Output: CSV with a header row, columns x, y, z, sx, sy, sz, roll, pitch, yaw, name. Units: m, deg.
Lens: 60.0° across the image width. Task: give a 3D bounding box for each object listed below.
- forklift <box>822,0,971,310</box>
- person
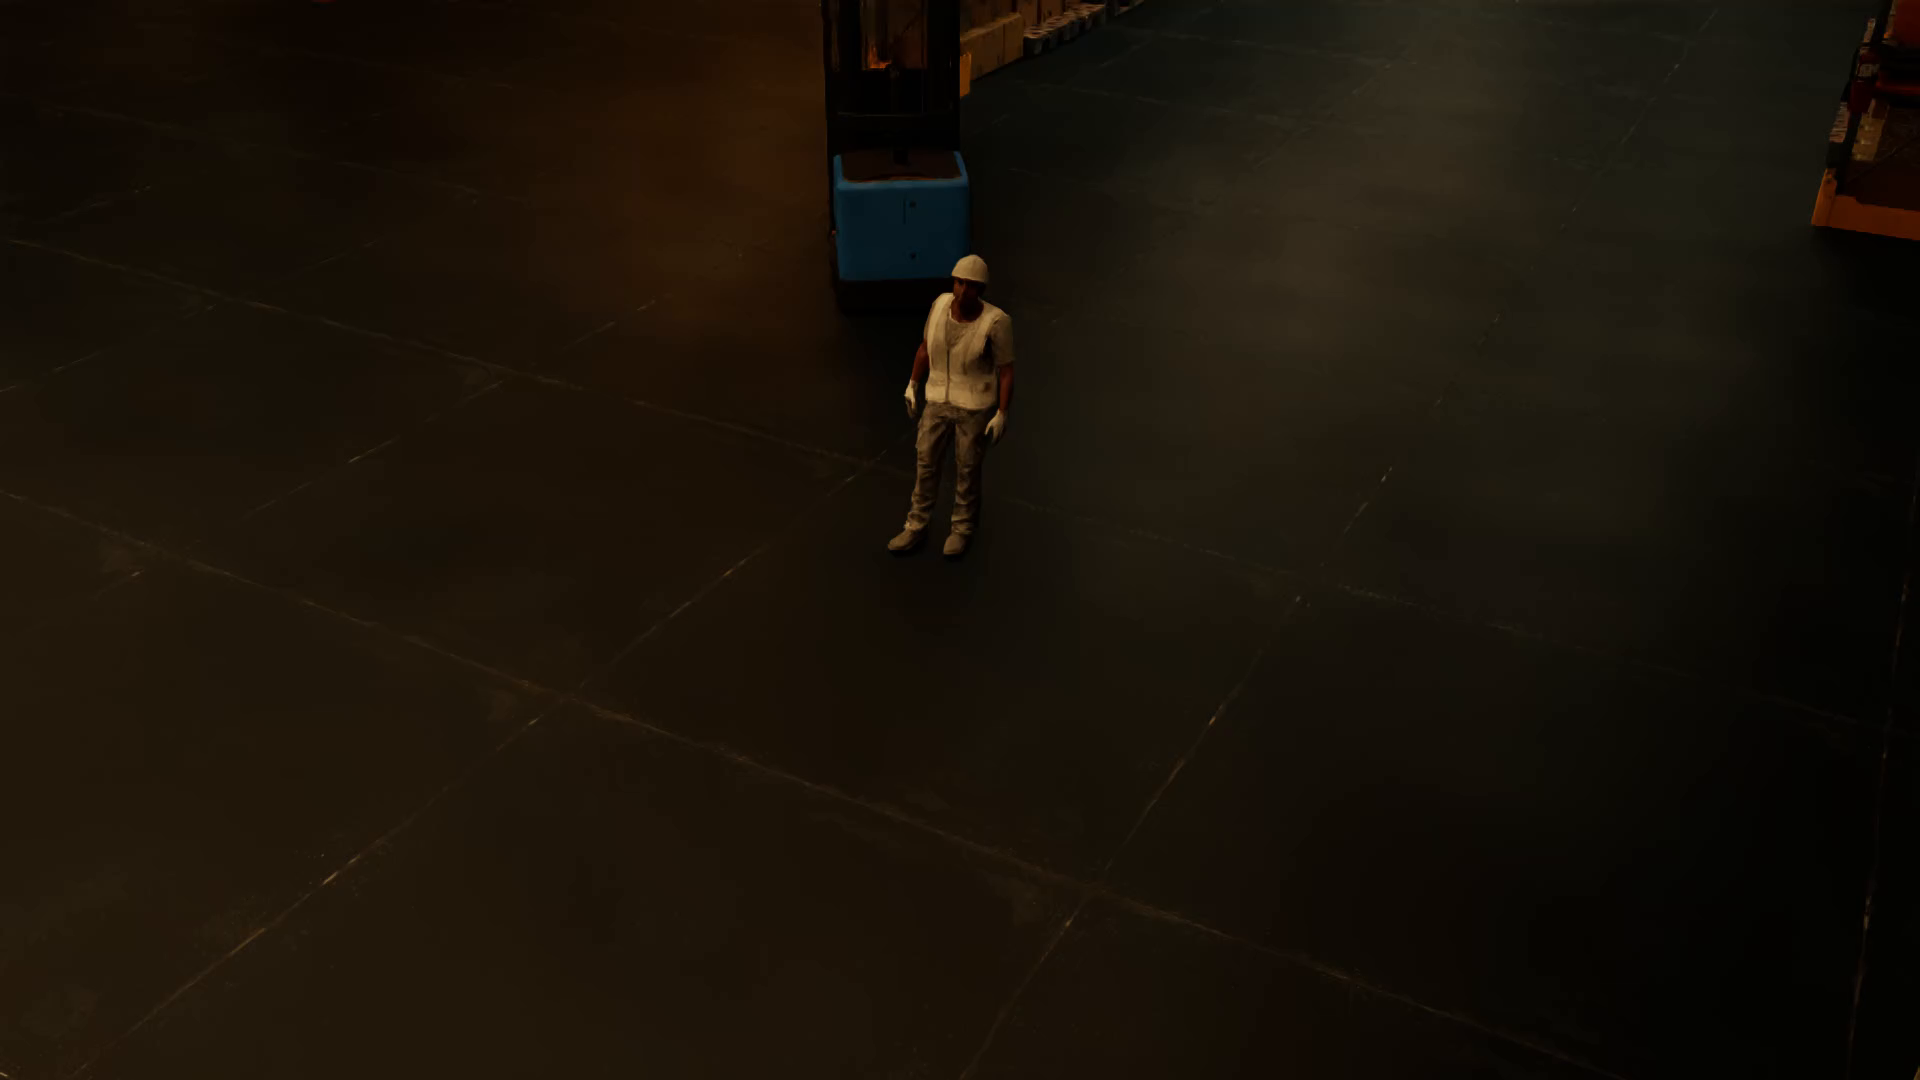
x,y,z,sx,sy,sz,roll,pitch,yaw,name
-0.569,-3.777,13.615,1.130,2.935,3.031,-3,30,-5,forklift
-0.042,-0.749,9.502,0.655,1.782,0.576,15,33,25,person
